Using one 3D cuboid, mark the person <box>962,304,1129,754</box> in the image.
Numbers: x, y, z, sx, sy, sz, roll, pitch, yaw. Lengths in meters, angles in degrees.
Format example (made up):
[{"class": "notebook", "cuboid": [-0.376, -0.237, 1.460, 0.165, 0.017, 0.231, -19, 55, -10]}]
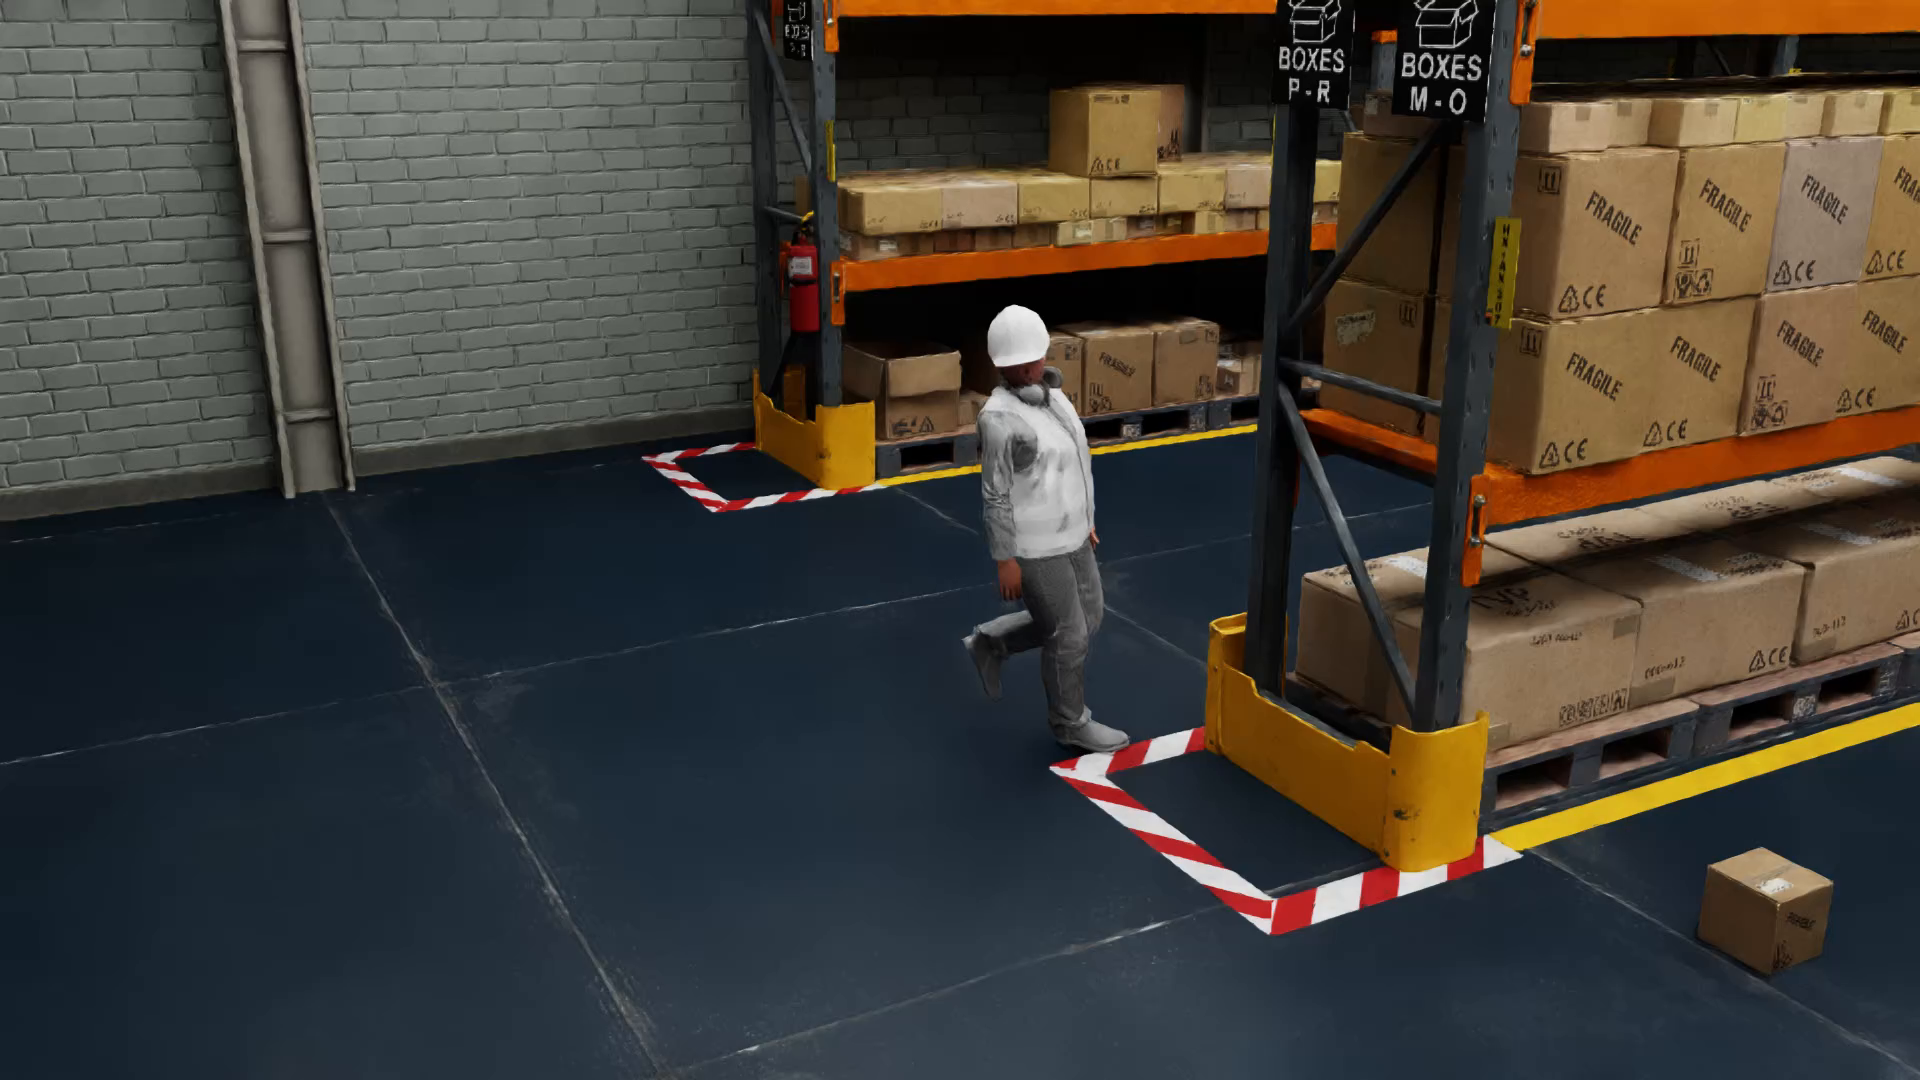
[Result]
[{"class": "person", "cuboid": [0.279, -0.013, 6.103, 0.690, 1.737, 0.595, 7, 20, 20]}]
